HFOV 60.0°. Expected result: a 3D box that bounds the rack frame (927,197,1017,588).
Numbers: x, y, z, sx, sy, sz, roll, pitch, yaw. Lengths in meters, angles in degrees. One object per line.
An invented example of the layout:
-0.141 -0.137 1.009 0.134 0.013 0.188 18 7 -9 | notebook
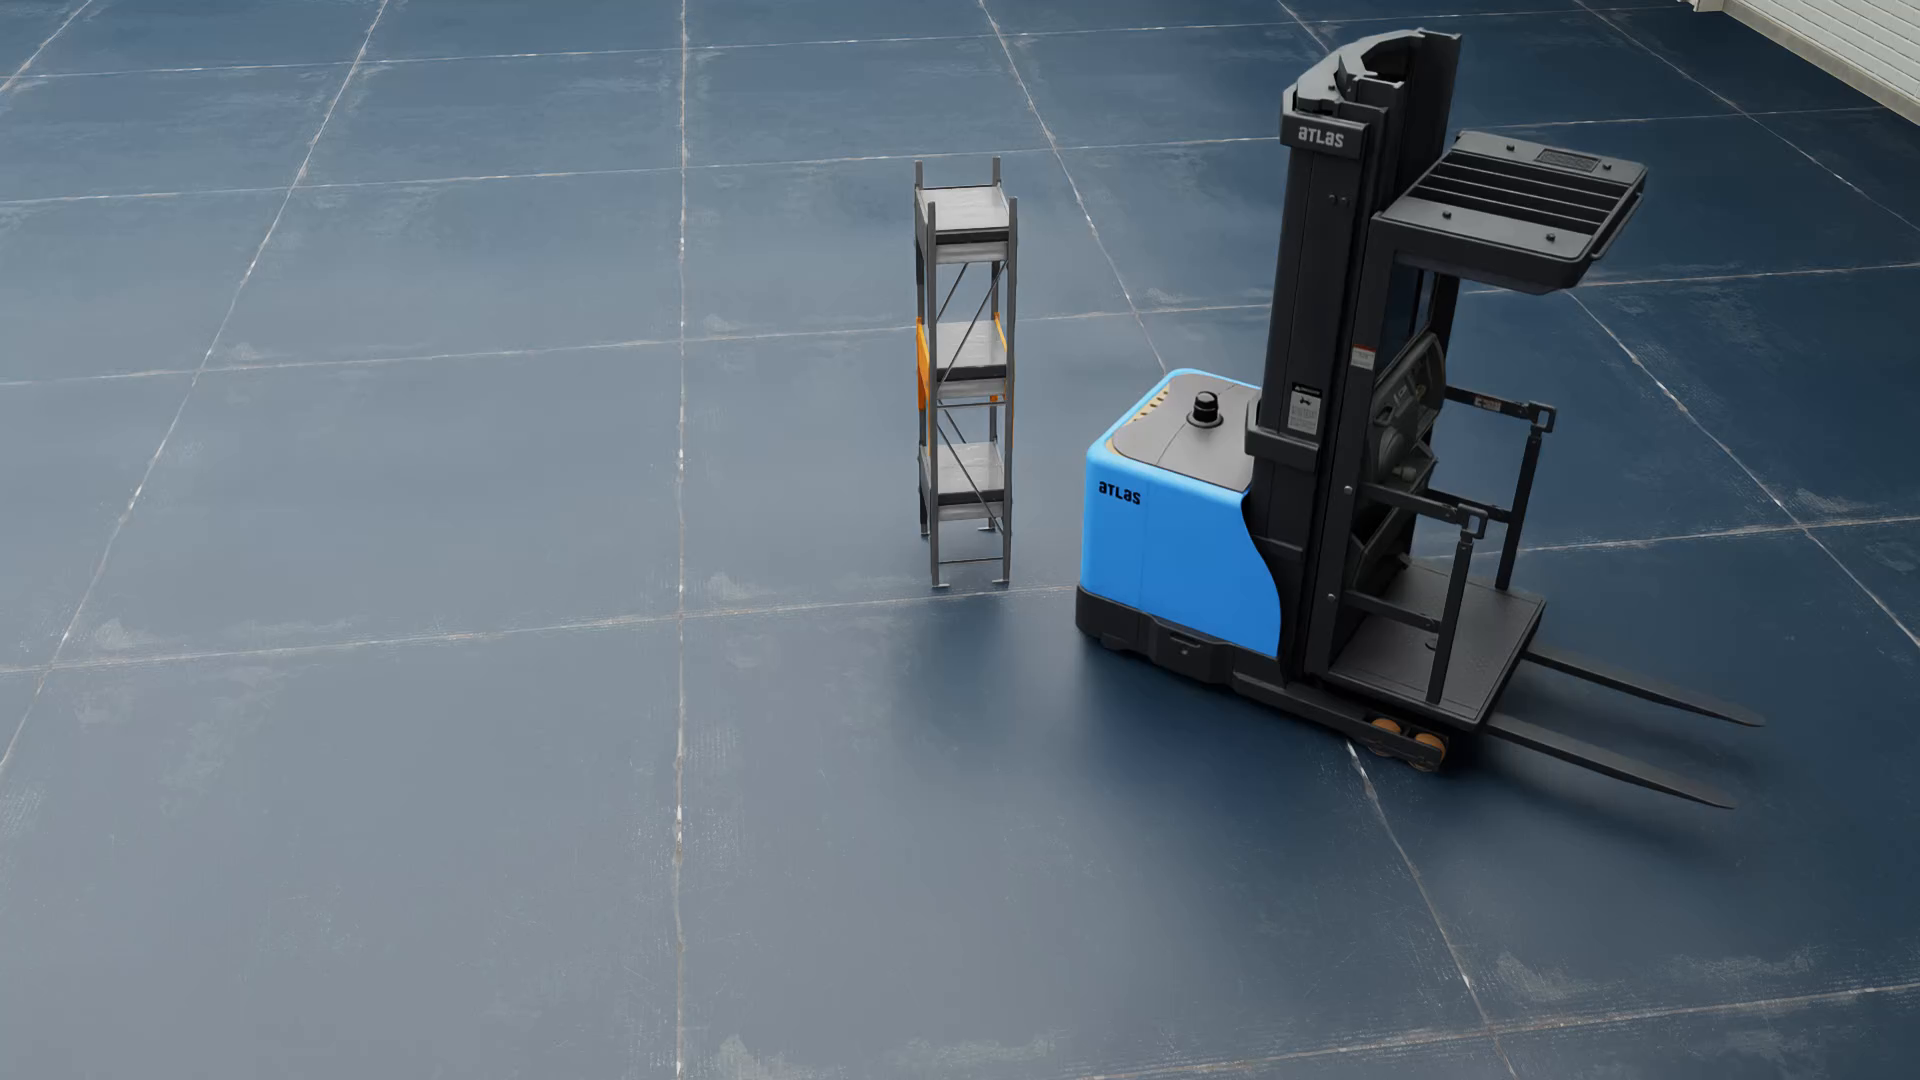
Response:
0.055 -0.639 7.952 0.400 2.100 0.015 -4 35 -6 | rack frame

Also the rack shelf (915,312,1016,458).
0.022 -0.764 8.159 0.431 0.518 0.480 -4 35 -6 | rack shelf

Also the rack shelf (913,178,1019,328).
0.022 -1.342 7.765 0.431 0.518 0.480 -4 35 -6 | rack shelf

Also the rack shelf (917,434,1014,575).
0.022 -0.186 8.554 0.431 0.518 0.480 -4 35 -6 | rack shelf

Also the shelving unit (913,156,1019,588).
0.022 -0.775 8.152 0.431 2.100 0.503 -4 35 -6 | shelving unit

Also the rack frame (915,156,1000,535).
-0.011 -0.911 8.352 0.400 2.100 0.015 -4 35 -6 | rack frame

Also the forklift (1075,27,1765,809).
2.087 -0.528 7.051 3.031 2.935 1.130 19 39 26 | forklift

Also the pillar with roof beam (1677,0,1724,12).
3.221 -8.799 13.799 9.100 9.000 0.400 -4 35 -6 | pillar with roof beam
